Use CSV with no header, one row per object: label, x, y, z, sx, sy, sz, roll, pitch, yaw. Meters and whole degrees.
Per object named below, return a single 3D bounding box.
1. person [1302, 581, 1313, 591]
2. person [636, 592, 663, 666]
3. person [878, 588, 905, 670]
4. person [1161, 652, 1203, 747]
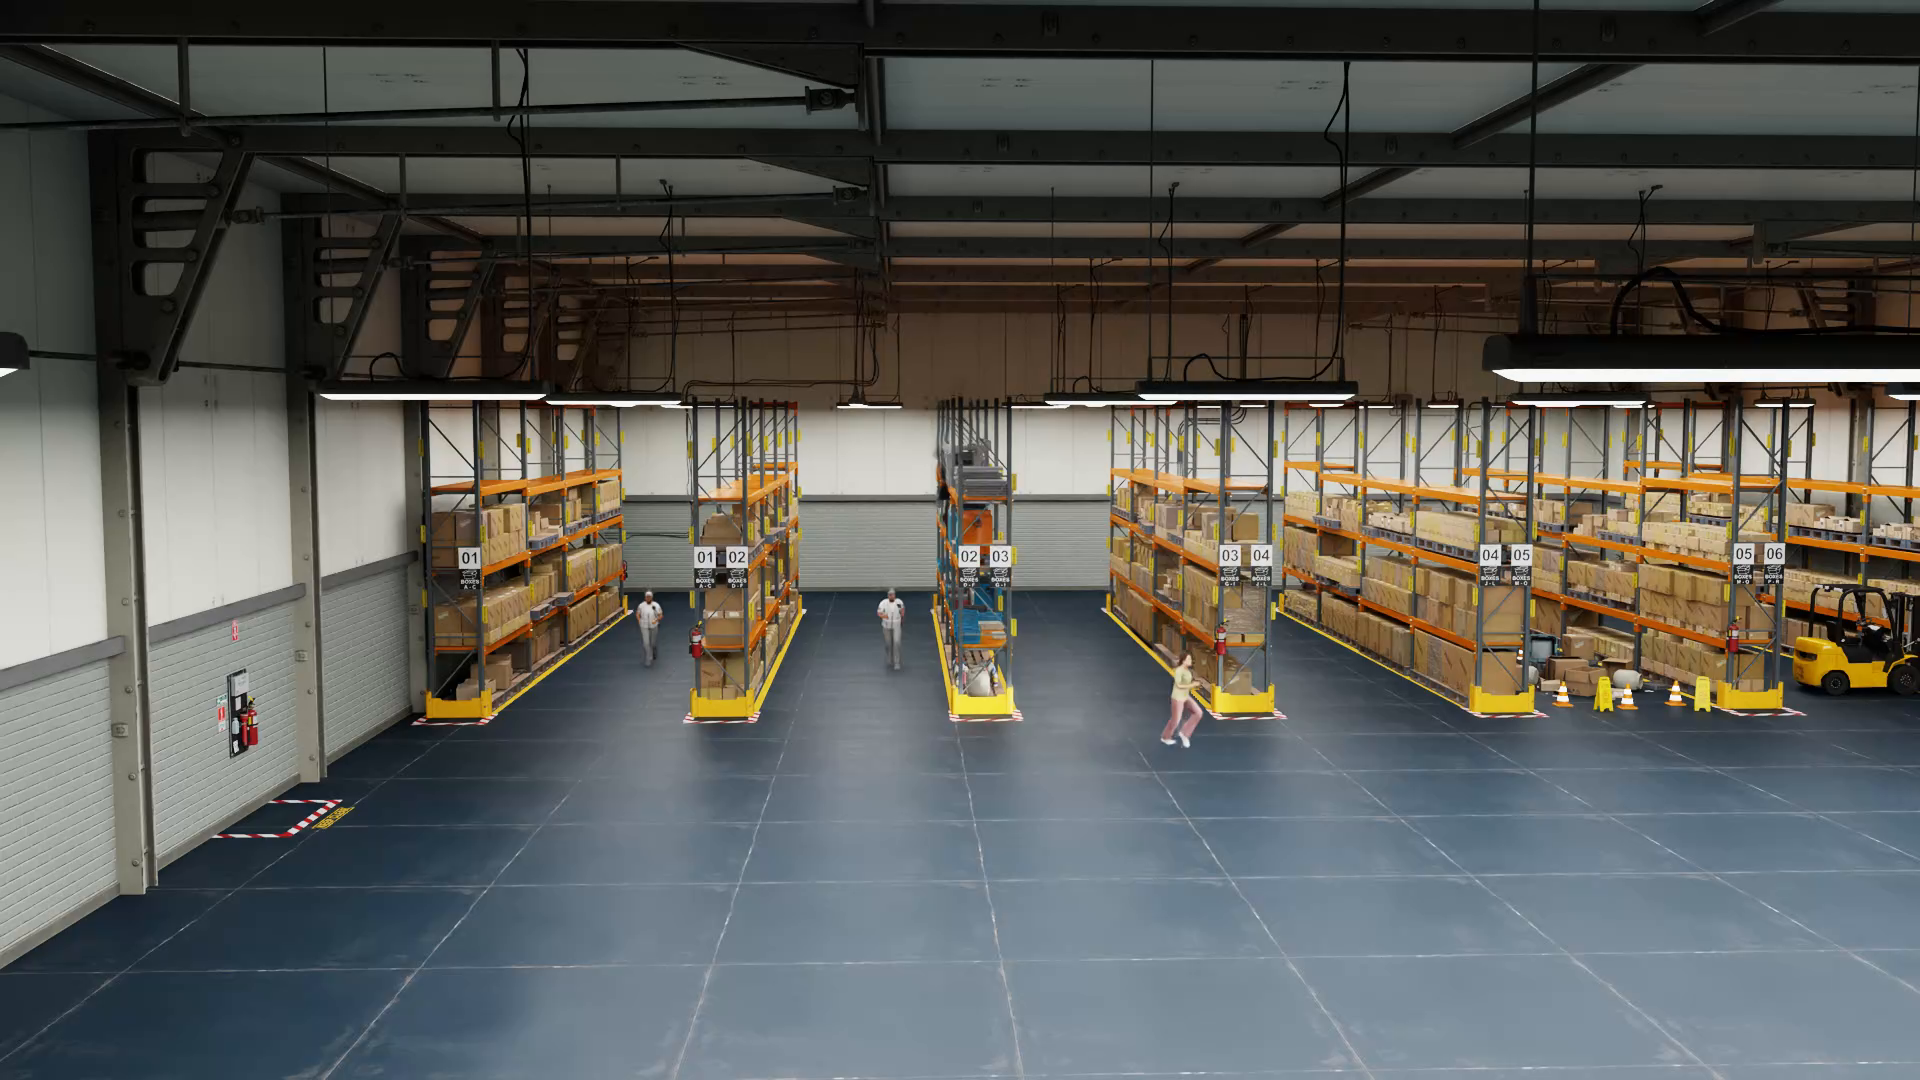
person,10.317,1.113,49.090,1.148,1.627,0.735,4,6,42
person,-7.052,1.992,37.731,0.613,1.660,0.705,-1,4,-7
person,-1.542,1.957,37.270,0.608,1.813,0.909,0,4,-2
person,3.752,2.703,28.239,0.771,1.638,0.606,3,5,32
